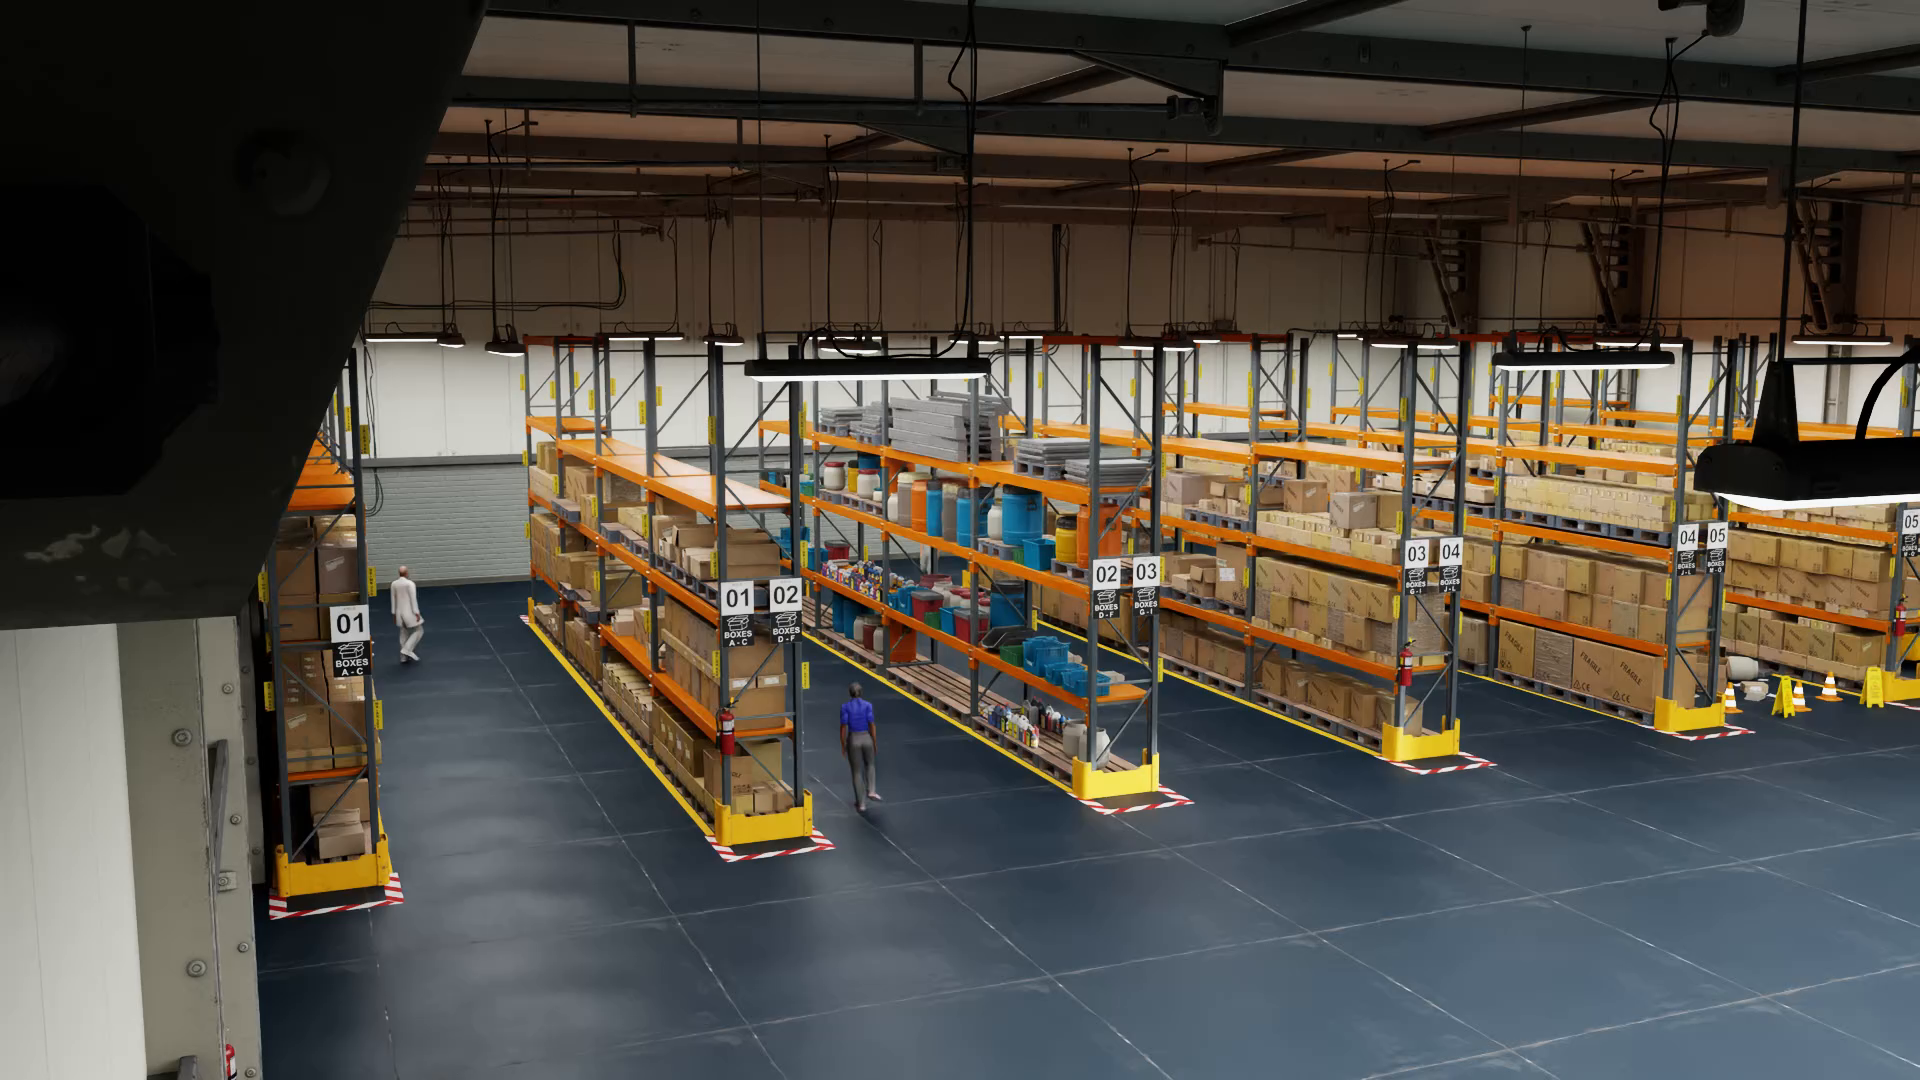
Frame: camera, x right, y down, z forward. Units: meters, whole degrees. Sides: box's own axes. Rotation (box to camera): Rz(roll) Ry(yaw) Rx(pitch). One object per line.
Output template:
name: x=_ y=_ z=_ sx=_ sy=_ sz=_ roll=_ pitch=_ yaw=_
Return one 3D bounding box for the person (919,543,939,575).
person: x=-0.696 y=0.321 z=38.909 sx=0.443 sy=1.650 sz=0.670 roll=3 pitch=8 yaw=21

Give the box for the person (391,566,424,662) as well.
person: x=-10.262 y=1.368 z=30.742 sx=0.627 sy=1.779 sz=0.564 roll=3 pitch=8 yaw=24

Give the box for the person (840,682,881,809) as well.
person: x=-1.291 y=2.656 z=21.536 sx=0.509 sy=1.646 sz=0.457 roll=-2 pitch=8 yaw=-14
